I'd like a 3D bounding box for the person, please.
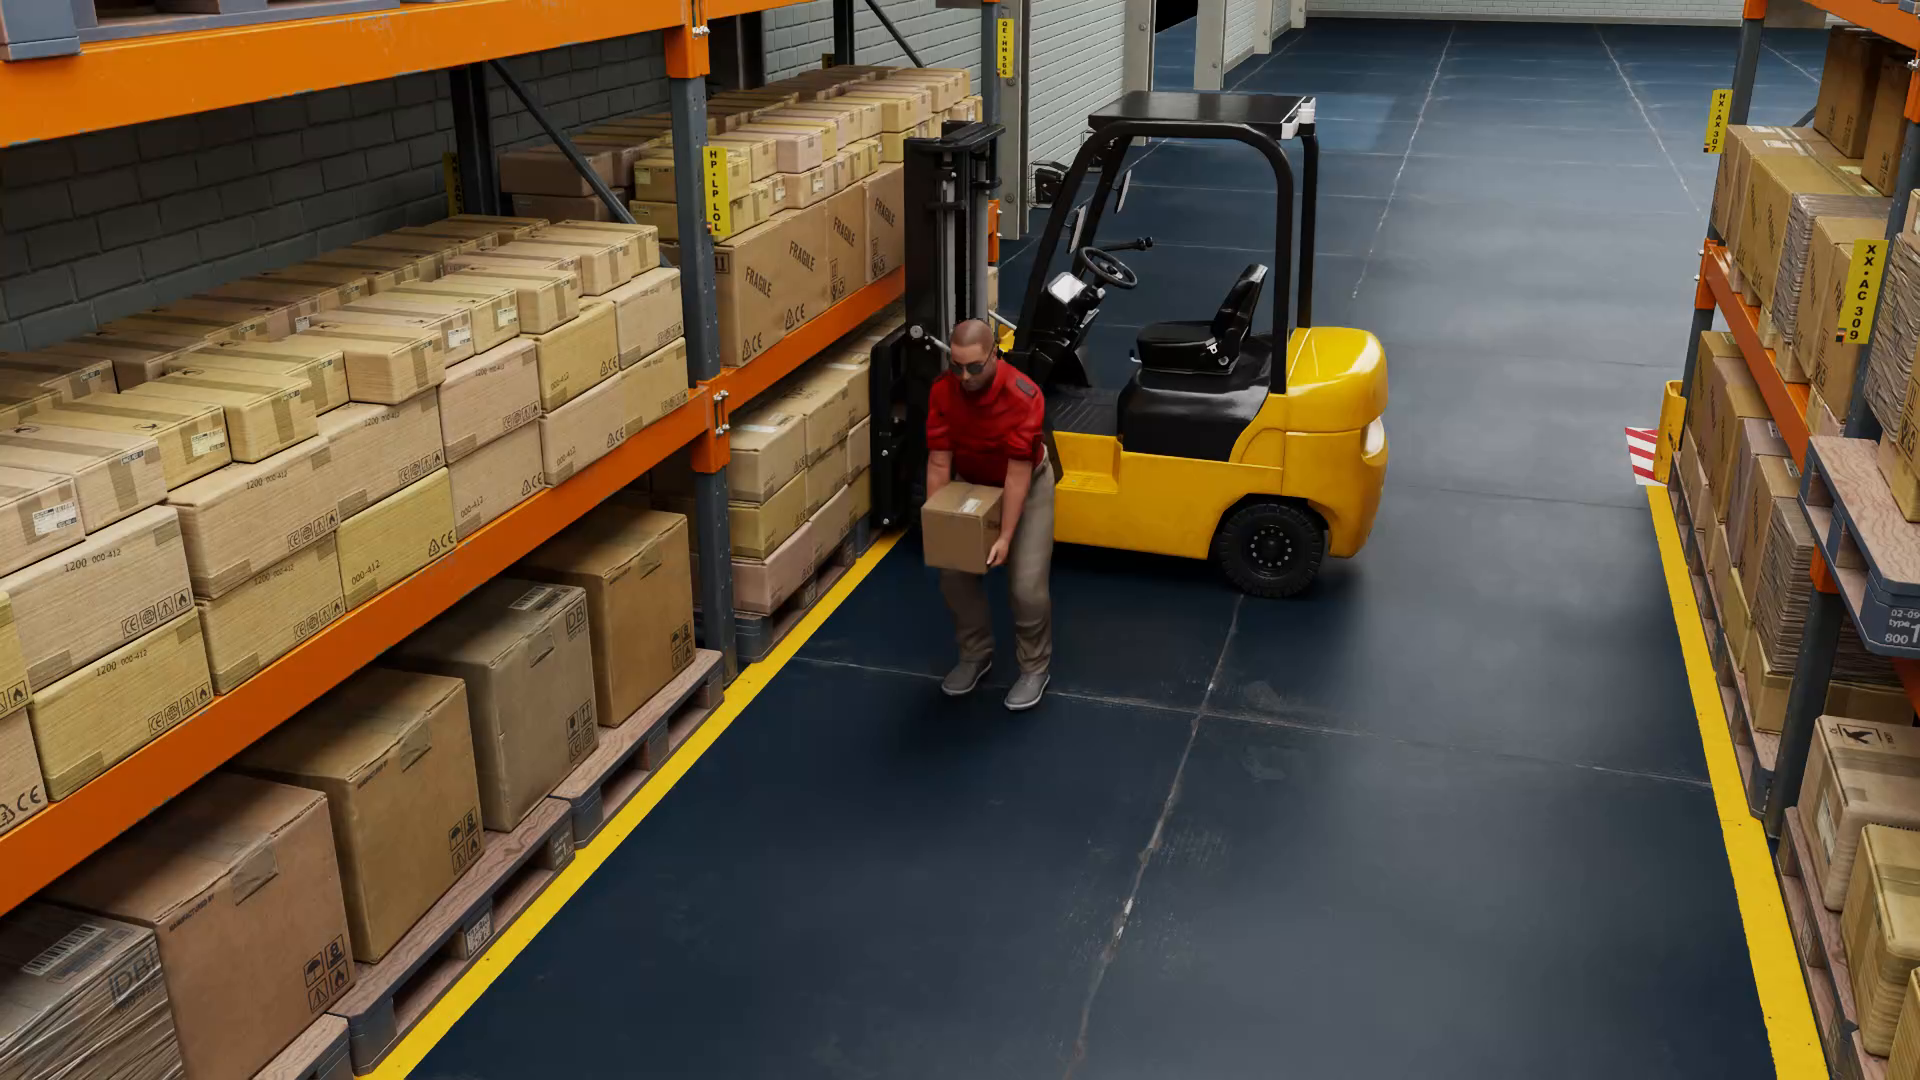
[{"bbox_3d":[0.125,-0.110,6.527,0.482,1.632,0.625,10,24,24],"label":"person"}]
